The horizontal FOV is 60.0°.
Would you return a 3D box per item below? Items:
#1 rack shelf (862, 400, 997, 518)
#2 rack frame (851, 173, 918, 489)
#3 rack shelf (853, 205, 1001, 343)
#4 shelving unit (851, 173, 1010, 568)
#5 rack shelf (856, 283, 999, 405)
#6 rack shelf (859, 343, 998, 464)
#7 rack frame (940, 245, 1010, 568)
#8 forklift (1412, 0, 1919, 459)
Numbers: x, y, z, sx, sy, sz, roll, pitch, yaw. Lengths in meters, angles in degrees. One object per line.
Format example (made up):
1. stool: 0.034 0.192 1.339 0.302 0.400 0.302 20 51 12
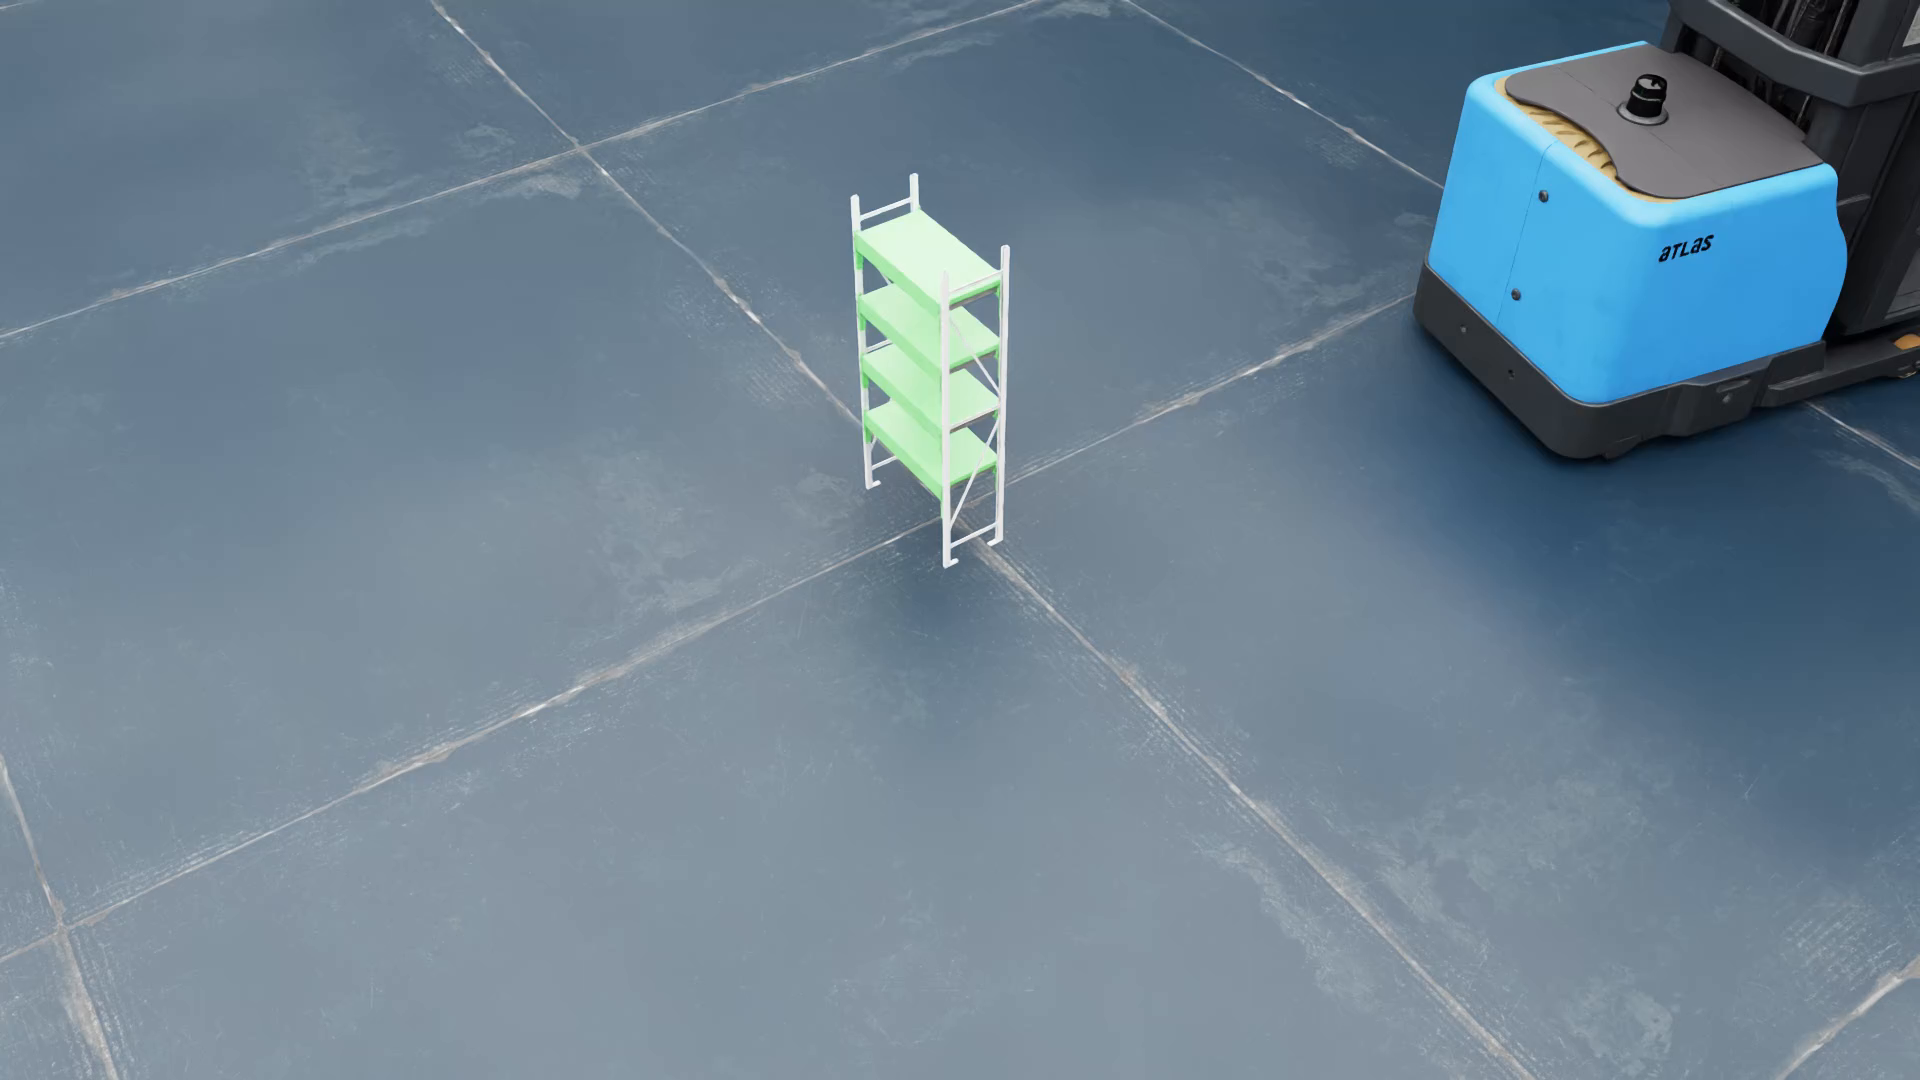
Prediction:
1. rack shelf: -0.095 -0.308 5.644 0.258 0.148 0.480 -26 49 -24
2. rack frame: -0.234 -0.666 5.579 0.240 1.200 0.015 -26 49 -24
3. rack shelf: -0.095 -0.829 5.147 0.258 0.148 0.480 -26 49 -24
4. shelving unit: -0.095 -0.528 5.434 0.258 1.200 0.503 -26 49 -24
5. rack shelf: -0.095 -0.655 5.312 0.258 0.148 0.480 -26 49 -24
6. rack shelf: -0.095 -0.482 5.478 0.258 0.148 0.480 -26 49 -24
7. rack frame: 0.045 -0.390 5.289 0.240 1.200 0.015 -26 49 -24
8. forklift: 3.362 -2.007 5.730 3.031 2.935 1.130 -16 46 -16
